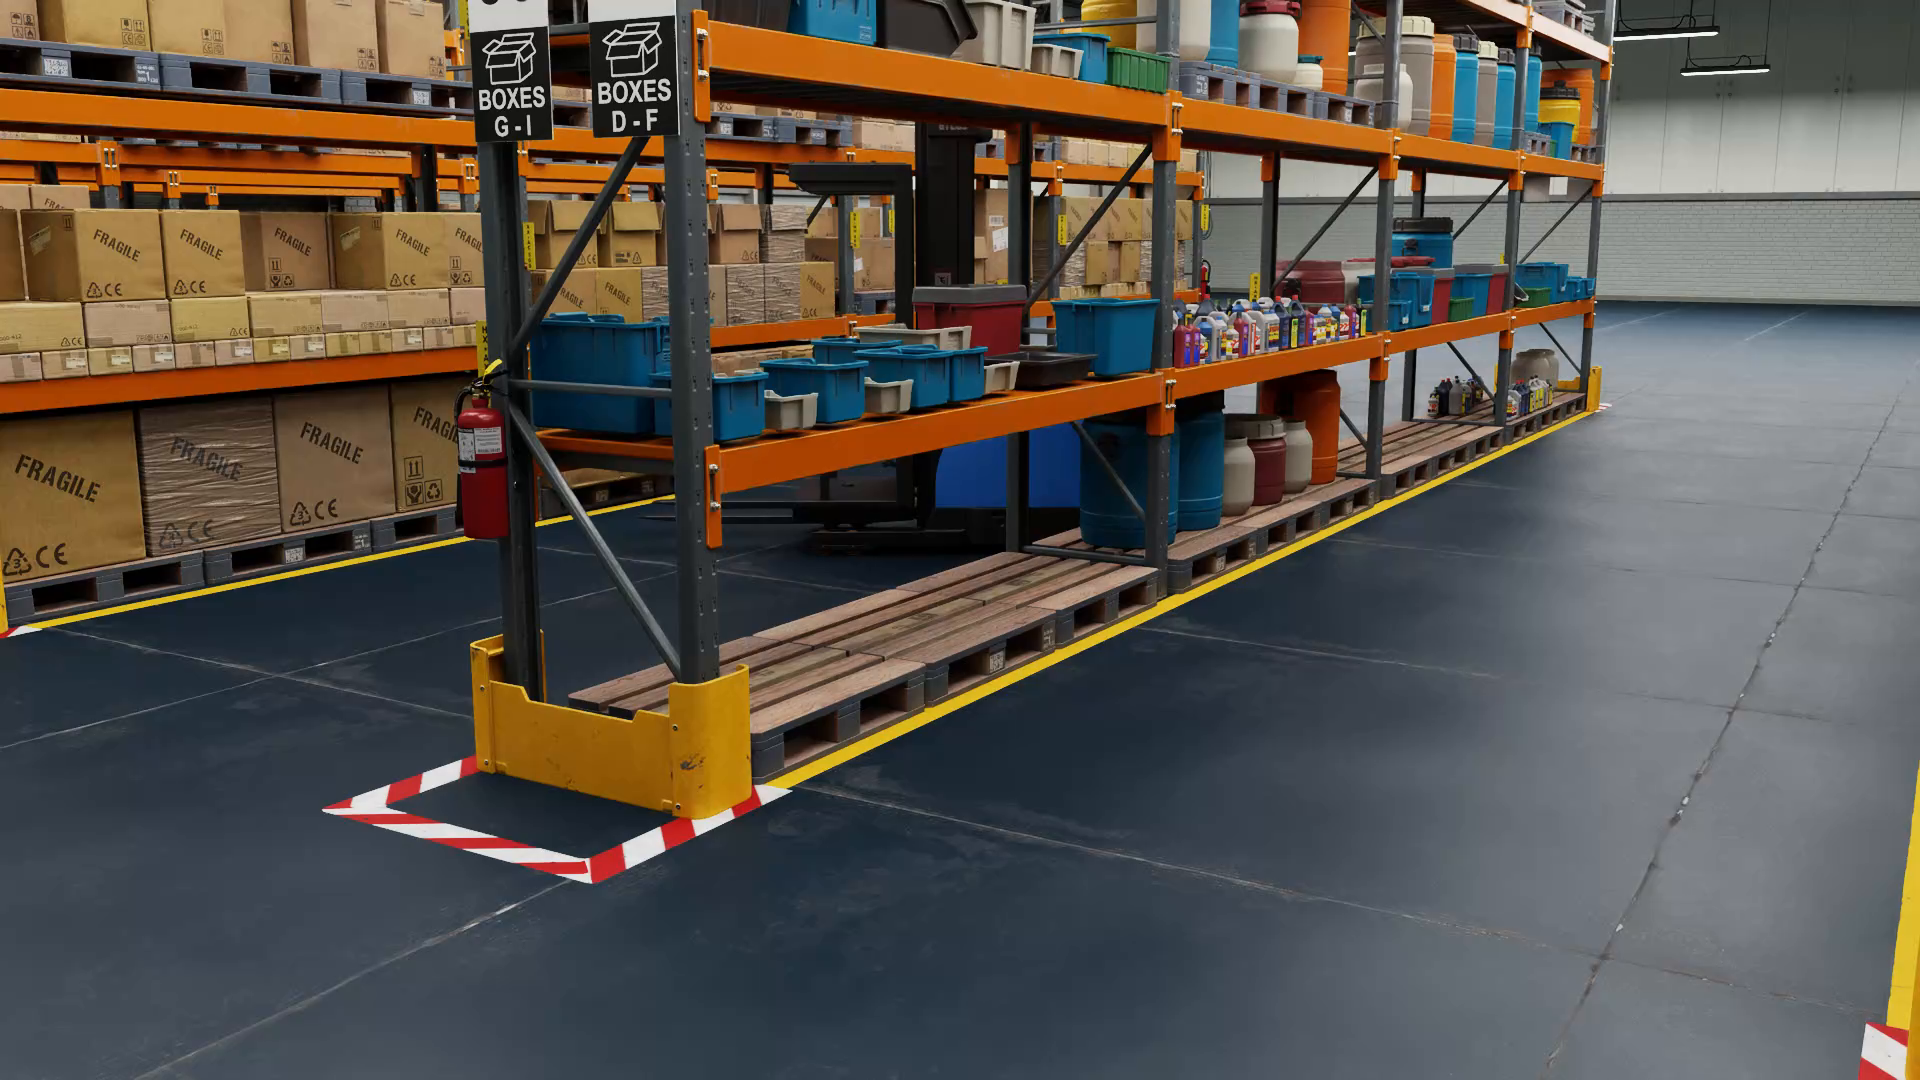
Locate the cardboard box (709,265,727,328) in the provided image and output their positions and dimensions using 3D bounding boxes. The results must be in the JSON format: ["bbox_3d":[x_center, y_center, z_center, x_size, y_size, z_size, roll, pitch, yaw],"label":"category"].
[{"bbox_3d":[-2.263,-1.990,13.573,0.500,0.500,0.500,7,13,32],"label":"cardboard box"}]

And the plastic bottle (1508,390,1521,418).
[{"bbox_3d":[5.572,-1.377,16.776,0.152,0.276,0.135,7,13,33],"label":"plastic bottle"}]

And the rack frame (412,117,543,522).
[{"bbox_3d":[-3.500,-1.652,12.043,1.000,3.000,0.127,6,12,31],"label":"rack frame"}]

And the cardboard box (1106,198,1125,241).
[{"bbox_3d":[1.623,-3.801,19.724,0.500,0.500,0.500,6,12,31],"label":"cardboard box"}]

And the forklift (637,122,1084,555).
[{"bbox_3d":[-0.623,-1.438,11.086,3.031,2.935,1.130,0,11,-1],"label":"forklift"}]

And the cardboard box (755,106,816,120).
[{"bbox_3d":[-1.678,-3.910,14.530,0.797,0.503,0.637,7,13,34],"label":"cardboard box"}]

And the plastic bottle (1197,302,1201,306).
[{"bbox_3d":[1.670,-1.536,11.741,0.061,0.283,0.133,6,12,31],"label":"plastic bottle"}]

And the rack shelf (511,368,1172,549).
[{"bbox_3d":[-0.305,-0.511,7.902,1.077,0.370,4.000,6,12,31],"label":"rack shelf"}]

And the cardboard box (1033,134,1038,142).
[{"bbox_3d":[0.792,-4.619,19.064,0.380,0.149,0.250,7,12,31],"label":"cardboard box"}]

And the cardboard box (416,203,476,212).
[{"bbox_3d":[-7.402,-4.593,23.952,0.700,0.500,0.500,6,12,30],"label":"cardboard box"}]

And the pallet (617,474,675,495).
[{"bbox_3d":[-2.531,-0.603,14.016,1.003,0.211,1.213,6,12,31],"label":"pallet"}]

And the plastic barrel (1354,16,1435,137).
[{"bbox_3d":[3.422,-3.637,13.133,0.600,0.901,0.600,0,11,0],"label":"plastic barrel"}]

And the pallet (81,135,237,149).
[{"bbox_3d":[-7.275,-3.611,14.865,1.213,0.211,1.003,6,12,31],"label":"pallet"}]

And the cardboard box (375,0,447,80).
[{"bbox_3d":[-3.855,-3.303,11.022,0.700,0.500,0.500,6,12,27],"label":"cardboard box"}]

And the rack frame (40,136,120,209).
[{"bbox_3d":[-7.686,-2.142,14.659,1.000,3.000,0.127,6,12,31],"label":"rack frame"}]

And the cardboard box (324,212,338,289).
[{"bbox_3d":[-4.229,-1.966,11.279,0.500,0.500,0.500,6,12,31],"label":"cardboard box"}]

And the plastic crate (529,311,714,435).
[{"bbox_3d":[-1.329,-0.667,6.523,0.616,0.435,0.499,6,12,31],"label":"plastic crate"}]

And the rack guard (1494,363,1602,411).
[{"bbox_3d":[6.964,-1.821,19.739,1.175,0.500,0.348,6,12,31],"label":"rack guard"}]

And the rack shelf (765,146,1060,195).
[{"bbox_3d":[-0.385,-3.717,16.874,1.077,0.370,4.000,6,12,31],"label":"rack shelf"}]

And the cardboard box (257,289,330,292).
[{"bbox_3d":[-4.494,-1.516,10.916,0.500,0.250,0.500,7,13,32],"label":"cardboard box"}]

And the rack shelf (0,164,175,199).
[{"bbox_3d":[-10.931,-4.034,18.571,1.077,0.370,4.000,6,12,31],"label":"rack shelf"}]

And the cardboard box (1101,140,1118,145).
[{"bbox_3d":[1.628,-4.694,19.464,0.380,0.149,0.250,6,12,30],"label":"cardboard box"}]

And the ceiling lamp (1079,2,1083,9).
[{"bbox_3d":[3.141,-10.771,28.583,2.000,3.185,0.800,6,12,31],"label":"ceiling lamp"}]

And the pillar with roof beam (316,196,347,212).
[{"bbox_3d":[-7.436,-7.474,26.838,9.100,9.000,0.400,6,12,31],"label":"pillar with roof beam"}]

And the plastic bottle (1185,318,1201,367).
[{"bbox_3d":[1.358,-1.160,9.729,0.061,0.283,0.133,6,12,31],"label":"plastic bottle"}]

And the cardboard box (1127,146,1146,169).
[{"bbox_3d":[1.911,-4.602,20.055,0.500,0.250,0.500,6,12,30],"label":"cardboard box"}]

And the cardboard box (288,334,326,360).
[{"bbox_3d":[-4.178,-1.208,10.350,0.380,0.149,0.250,7,12,32],"label":"cardboard box"}]

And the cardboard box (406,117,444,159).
[{"bbox_3d":[-5.689,-4.181,17.125,0.500,0.500,0.500,6,12,31],"label":"cardboard box"}]

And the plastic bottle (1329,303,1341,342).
[{"bbox_3d":[2.668,-1.557,11.885,0.097,0.271,0.097,0,11,0],"label":"plastic bottle"}]

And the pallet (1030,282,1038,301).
[{"bbox_3d":[0.133,-2.710,18.214,1.003,0.211,1.213,6,12,31],"label":"pallet"}]

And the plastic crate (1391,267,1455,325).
[{"bbox_3d":[3.911,-2.065,14.072,0.402,0.464,0.583,6,12,31],"label":"plastic crate"}]

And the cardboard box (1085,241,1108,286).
[{"bbox_3d":[1.230,-3.246,19.476,0.875,0.500,0.500,6,12,31],"label":"cardboard box"}]

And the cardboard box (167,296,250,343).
[{"bbox_3d":[-4.568,-1.307,9.795,0.500,0.250,0.500,6,12,29],"label":"cardboard box"}]

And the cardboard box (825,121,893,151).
[{"bbox_3d":[-0.961,-3.732,15.406,0.500,0.250,0.500,7,12,32],"label":"cardboard box"}]

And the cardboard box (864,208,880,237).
[{"bbox_3d":[-1.682,-4.579,24.335,0.875,0.550,0.550,6,12,31],"label":"cardboard box"}]

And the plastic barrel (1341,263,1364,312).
[{"bbox_3d":[3.162,-2.045,13.839,0.421,0.512,0.421,0,11,0],"label":"plastic barrel"}]

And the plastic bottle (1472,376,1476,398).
[{"bbox_3d":[5.623,-1.658,18.261,0.061,0.283,0.133,7,12,32],"label":"plastic bottle"}]

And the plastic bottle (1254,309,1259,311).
[{"bbox_3d":[1.962,-1.394,11.015,0.097,0.271,0.097,0,11,0],"label":"plastic bottle"}]

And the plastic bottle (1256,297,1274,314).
[{"bbox_3d":[2.309,-1.710,12.689,0.152,0.276,0.135,6,12,31],"label":"plastic bottle"}]

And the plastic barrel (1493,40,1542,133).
[{"bbox_3d":[5.495,-4.511,16.657,0.600,0.901,0.708,6,12,31],"label":"plastic barrel"}]

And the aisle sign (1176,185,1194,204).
[{"bbox_3d":[3.019,-4.799,21.784,0.394,0.787,0.004,6,12,31],"label":"aisle sign"}]

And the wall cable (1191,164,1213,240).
[{"bbox_3d":[7.120,-11.414,56.322,3.097,2.526,0.112,6,12,31],"label":"wall cable"}]

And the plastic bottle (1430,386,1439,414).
[{"bbox_3d":[4.855,-1.426,17.018,0.061,0.283,0.133,7,13,34],"label":"plastic bottle"}]

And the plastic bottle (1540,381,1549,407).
[{"bbox_3d":[6.231,-1.576,17.843,0.152,0.276,0.135,6,12,31],"label":"plastic bottle"}]

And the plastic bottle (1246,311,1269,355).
[{"bbox_3d":[1.901,-1.337,10.694,0.152,0.276,0.135,6,12,31],"label":"plastic bottle"}]

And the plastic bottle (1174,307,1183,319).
[{"bbox_3d":[1.462,-1.439,11.255,0.097,0.271,0.097,0,11,0],"label":"plastic bottle"}]

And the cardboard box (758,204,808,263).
[{"bbox_3d":[-1.816,-2.710,14.696,0.797,0.503,0.637,7,13,33],"label":"cardboard box"}]

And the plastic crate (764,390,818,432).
[{"bbox_3d":[-0.696,-0.500,6.441,0.250,0.136,0.298,6,12,31],"label":"plastic crate"}]

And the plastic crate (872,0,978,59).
[{"bbox_3d":[-0.315,-2.208,7.028,0.504,0.338,0.767,6,12,31],"label":"plastic crate"}]

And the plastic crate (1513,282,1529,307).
[{"bbox_3d":[5.267,-2.477,16.617,0.767,0.338,0.504,6,12,31],"label":"plastic crate"}]

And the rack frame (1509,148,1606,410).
[{"bbox_3d":[6.964,-3.066,19.597,1.000,3.000,0.127,6,12,31],"label":"rack frame"}]

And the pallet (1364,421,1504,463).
[{"bbox_3d":[4.512,-0.940,15.814,1.003,0.211,1.213,6,12,31],"label":"pallet"}]

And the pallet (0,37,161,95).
[{"bbox_3d":[-5.200,-2.572,9.044,1.003,0.211,1.213,6,12,31],"label":"pallet"}]

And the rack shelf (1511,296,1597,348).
[{"bbox_3d":[5.925,-2.398,17.983,1.077,0.370,4.000,6,12,31],"label":"rack shelf"}]

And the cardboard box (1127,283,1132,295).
[{"bbox_3d":[1.881,-3.073,20.314,0.380,0.149,0.250,6,12,31],"label":"cardboard box"}]
